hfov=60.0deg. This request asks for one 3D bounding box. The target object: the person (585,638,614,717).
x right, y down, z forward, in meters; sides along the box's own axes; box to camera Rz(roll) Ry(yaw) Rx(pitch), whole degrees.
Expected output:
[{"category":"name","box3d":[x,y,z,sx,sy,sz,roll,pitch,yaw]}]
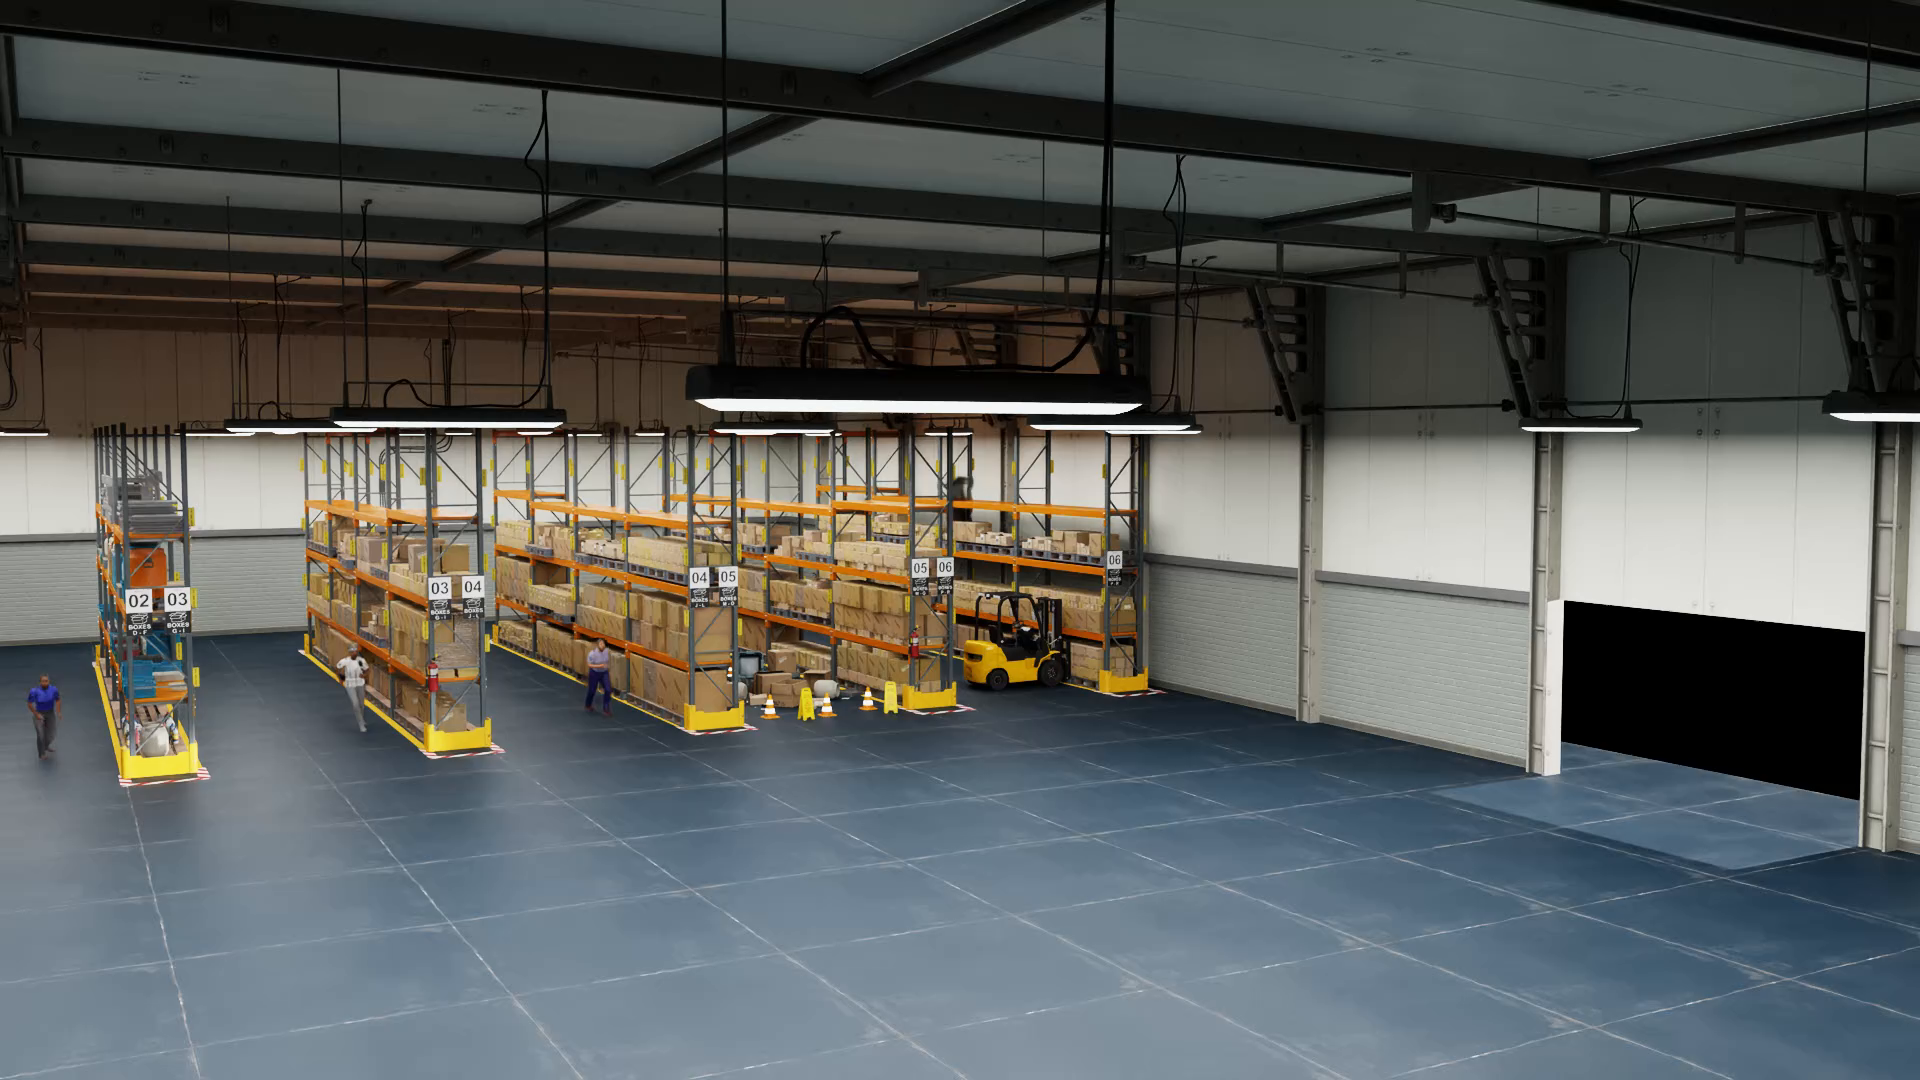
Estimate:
[{"category":"person","box3d":[-7.507,2.835,34.543,0.601,1.626,0.948,-2,4,-34]}]

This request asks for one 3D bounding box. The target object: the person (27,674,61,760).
[{"category":"person","box3d":[-16.416,3.140,29.778,0.788,1.560,0.579,3,4,40]}]

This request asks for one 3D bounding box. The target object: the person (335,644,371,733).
[{"category":"person","box3d":[-11.924,2.902,32.712,0.650,1.721,0.819,-2,4,-32]}]
